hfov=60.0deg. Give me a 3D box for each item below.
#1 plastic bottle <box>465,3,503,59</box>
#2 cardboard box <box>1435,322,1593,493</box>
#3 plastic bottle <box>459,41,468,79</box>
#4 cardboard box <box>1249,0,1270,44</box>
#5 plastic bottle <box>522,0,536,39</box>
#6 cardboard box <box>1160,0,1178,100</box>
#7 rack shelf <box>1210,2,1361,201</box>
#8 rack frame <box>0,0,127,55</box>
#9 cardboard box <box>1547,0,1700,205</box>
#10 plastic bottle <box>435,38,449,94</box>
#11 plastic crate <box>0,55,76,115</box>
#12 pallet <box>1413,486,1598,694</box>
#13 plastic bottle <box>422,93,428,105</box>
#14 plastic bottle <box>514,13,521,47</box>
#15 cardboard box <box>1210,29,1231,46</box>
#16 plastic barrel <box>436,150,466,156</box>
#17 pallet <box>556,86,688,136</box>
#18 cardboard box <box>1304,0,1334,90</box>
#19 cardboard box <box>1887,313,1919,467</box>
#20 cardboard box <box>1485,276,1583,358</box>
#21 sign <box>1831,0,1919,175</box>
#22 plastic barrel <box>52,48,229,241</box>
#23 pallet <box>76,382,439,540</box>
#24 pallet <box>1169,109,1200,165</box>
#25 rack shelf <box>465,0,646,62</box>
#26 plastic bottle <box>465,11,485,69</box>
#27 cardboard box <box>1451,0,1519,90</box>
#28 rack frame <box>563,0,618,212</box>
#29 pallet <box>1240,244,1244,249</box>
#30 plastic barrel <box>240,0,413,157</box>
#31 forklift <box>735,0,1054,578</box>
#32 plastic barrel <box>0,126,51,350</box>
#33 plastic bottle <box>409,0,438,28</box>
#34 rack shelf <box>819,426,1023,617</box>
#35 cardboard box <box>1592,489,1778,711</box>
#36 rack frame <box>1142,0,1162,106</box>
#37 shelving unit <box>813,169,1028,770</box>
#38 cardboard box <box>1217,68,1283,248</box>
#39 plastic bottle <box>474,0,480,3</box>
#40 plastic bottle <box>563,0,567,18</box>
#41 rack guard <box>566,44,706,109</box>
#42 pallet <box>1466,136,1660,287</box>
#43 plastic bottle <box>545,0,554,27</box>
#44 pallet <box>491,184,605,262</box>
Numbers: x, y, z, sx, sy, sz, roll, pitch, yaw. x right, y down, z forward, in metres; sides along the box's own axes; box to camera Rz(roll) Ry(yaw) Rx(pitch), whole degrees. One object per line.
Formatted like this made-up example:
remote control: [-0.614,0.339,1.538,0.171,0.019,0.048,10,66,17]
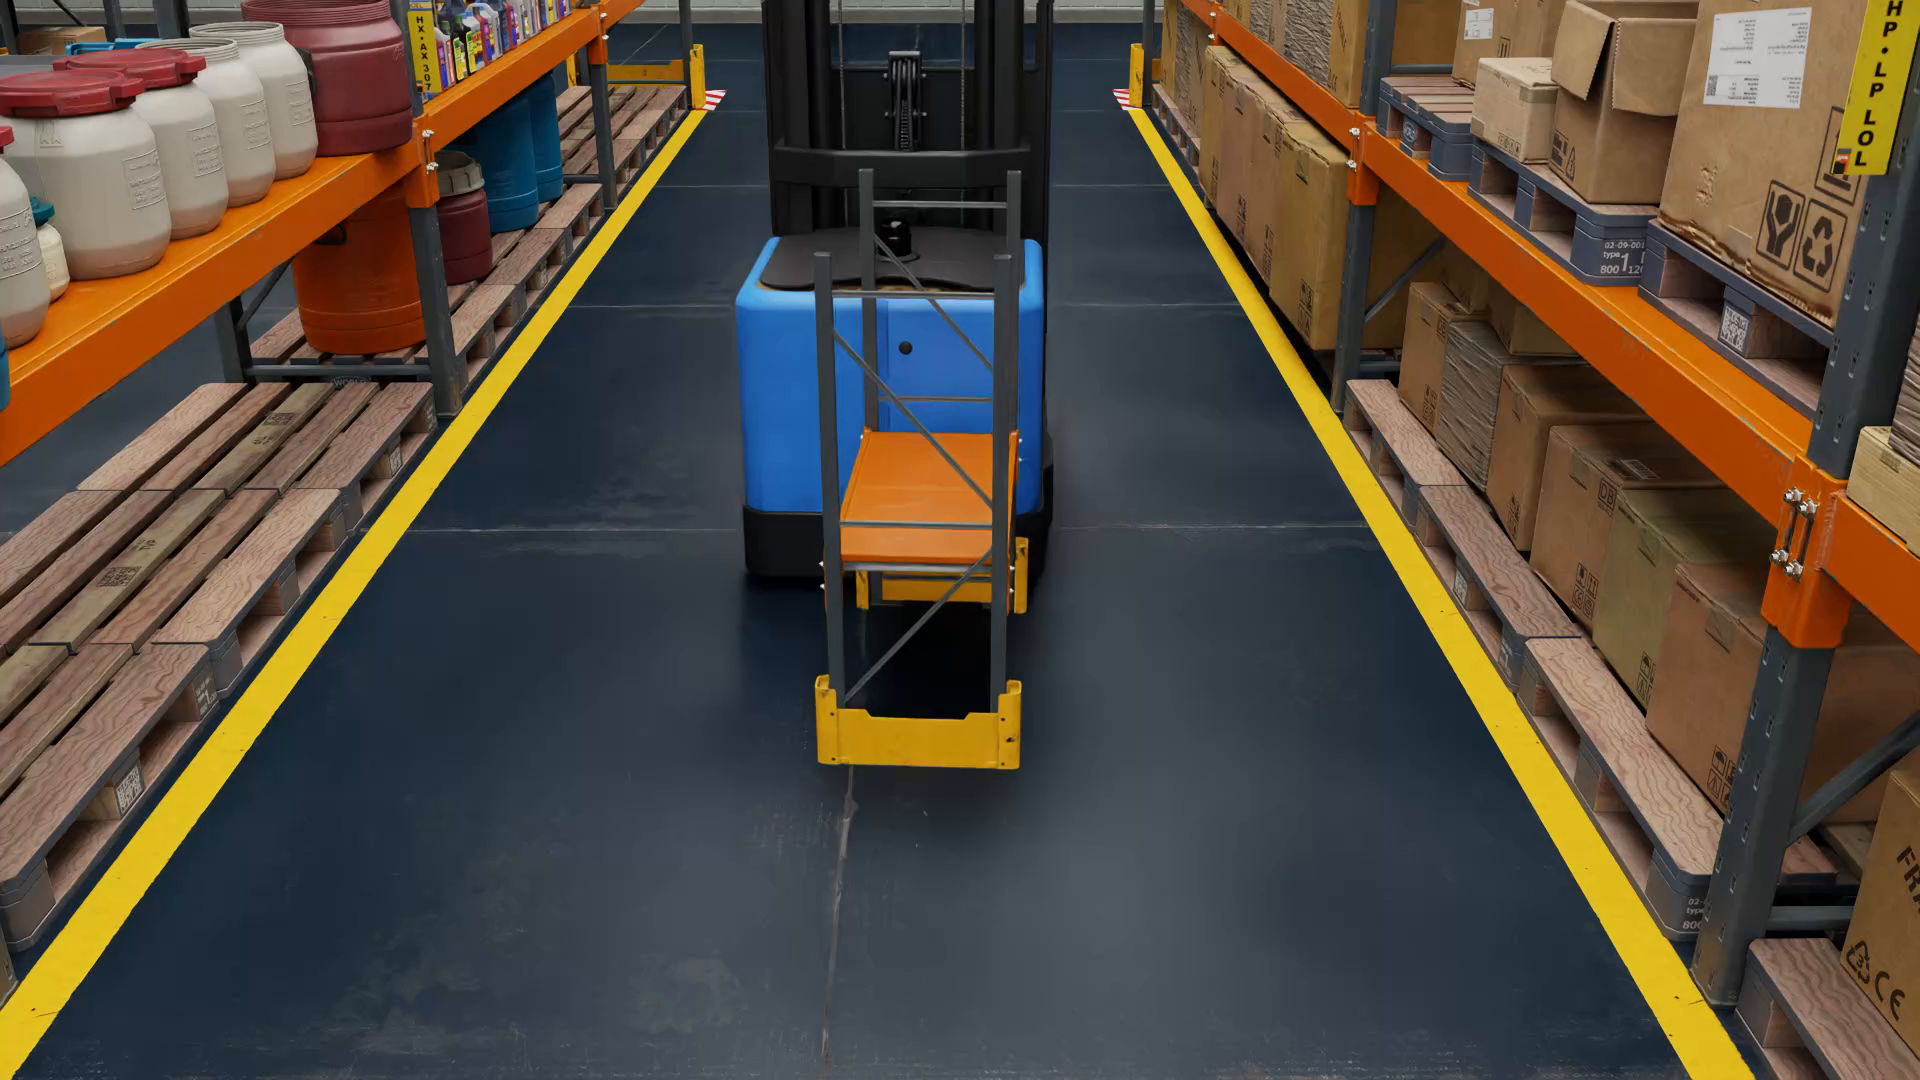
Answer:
plastic bottle: [-2.457,-2.629,8.574,0.152,0.276,0.135,0,24,-1]
cardboard box: [2.238,-0.514,6.246,0.700,0.500,0.500,-2,24,-5]
plastic bottle: [-2.422,-2.317,7.975,0.097,0.201,0.097,0,24,0]
cardboard box: [1.915,-3.047,9.225,0.500,0.500,0.500,-1,24,-2]
plastic bottle: [-2.466,-2.952,9.287,0.152,0.276,0.135,0,24,-1]
cardboard box: [2.192,-4.213,13.995,0.875,0.875,0.875,0,24,-1]
rack shelf: [2.170,-2.453,8.907,1.077,0.370,4.000,0,24,-1]
rack frame: [-7.801,-5.210,14.131,1.000,3.000,0.127,0,24,-1]
cardboard box: [2.124,-1.261,4.763,0.797,0.503,0.637,2,24,5]
plastic bottle: [-2.400,-2.197,7.609,0.061,0.283,0.133,0,24,-1]
plastic crate: [-3.049,-1.297,5.399,0.402,0.464,0.583,0,24,-1]
pallet: [2.210,0.137,5.691,1.003,0.211,1.213,0,24,-1]
plastic bottle: [-2.442,-2.058,7.311,0.152,0.276,0.135,0,24,-1]
plastic bottle: [-2.435,-2.774,8.986,0.097,0.201,0.097,0,24,0]
cardboard box: [2.221,-3.101,11.535,0.875,0.875,0.875,0,24,-1]
plastic barrel: [-2.891,-1.892,9.302,0.421,0.512,0.421,0,24,0]
pallet: [-2.878,-3.621,13.999,1.003,0.211,1.213,0,24,-1]
cardboard box: [1.939,-2.410,7.818,0.500,0.500,0.500,0,24,-1]
cardboard box: [2.179,-0.304,2.800,0.875,0.500,0.500,0,24,-1]
cardboard box: [2.245,-0.866,6.114,0.500,0.250,0.500,2,24,5]
sign: [1.681,-0.832,3.045,0.100,0.325,0.005,0,24,-1]
plastic barrel: [-2.521,-1.224,5.152,0.433,0.535,0.433,0,24,0]
pallet: [-2.791,-0.345,6.756,1.003,0.211,1.213,0,24,-1]
pallet: [2.202,-3.152,12.964,1.003,0.211,1.213,0,24,-1]
rack shelf: [-2.826,-4.079,12.503,1.077,0.370,4.000,0,24,-1]
plastic bottle: [-2.426,-2.485,8.260,0.097,0.271,0.097,0,24,0]
cardboard box: [2.238,-1.972,6.338,0.500,0.500,0.500,-3,25,-7]
rack frame: [-2.804,-3.583,10.532,1.000,3.000,0.127,0,24,-1]
pallet: [2.232,-2.017,10.454,1.003,0.211,1.213,0,24,-1]
plastic barrel: [-2.453,-1.807,6.440,0.600,0.536,0.708,0,24,-1]
forklift: [-0.186,-1.761,6.586,1.130,2.935,3.031,1,24,2]
plastic barrel: [-2.508,-0.744,4.089,0.433,0.535,0.433,0,24,0]
plastic bottle: [-3.018,-2.953,9.290,0.152,0.276,0.135,0,24,-1]
rack shelf: [-0.091,-0.082,5.047,0.538,0.185,1.000,1,24,3]
cardboard box: [2.264,0.180,4.711,0.700,0.500,0.500,0,24,-1]
rack frame: [2.105,-5.253,14.226,1.000,3.000,0.127,0,24,-1]
shelving unit: [-0.091,-0.249,4.981,0.587,1.500,1.083,1,24,3]
cardboard box: [2.186,-2.197,9.536,1.225,0.875,0.875,-1,24,-2]
plastic bottle: [-2.588,-2.846,9.058,0.097,0.271,0.097,0,24,0]
plastic bottle: [-2.448,-3.284,10.112,0.097,0.201,0.097,0,24,0]
rack guard: [-2.861,-4.102,14.713,1.175,0.500,0.348,0,24,-1]
pallet: [2.255,-1.054,5.173,1.003,0.211,1.213,0,24,-1]
plastic bottle: [-2.467,-3.183,9.708,0.144,0.351,0.185,0,24,-1]
pallet: [-2.837,-1.994,10.403,1.003,0.211,1.213,0,24,-1]
